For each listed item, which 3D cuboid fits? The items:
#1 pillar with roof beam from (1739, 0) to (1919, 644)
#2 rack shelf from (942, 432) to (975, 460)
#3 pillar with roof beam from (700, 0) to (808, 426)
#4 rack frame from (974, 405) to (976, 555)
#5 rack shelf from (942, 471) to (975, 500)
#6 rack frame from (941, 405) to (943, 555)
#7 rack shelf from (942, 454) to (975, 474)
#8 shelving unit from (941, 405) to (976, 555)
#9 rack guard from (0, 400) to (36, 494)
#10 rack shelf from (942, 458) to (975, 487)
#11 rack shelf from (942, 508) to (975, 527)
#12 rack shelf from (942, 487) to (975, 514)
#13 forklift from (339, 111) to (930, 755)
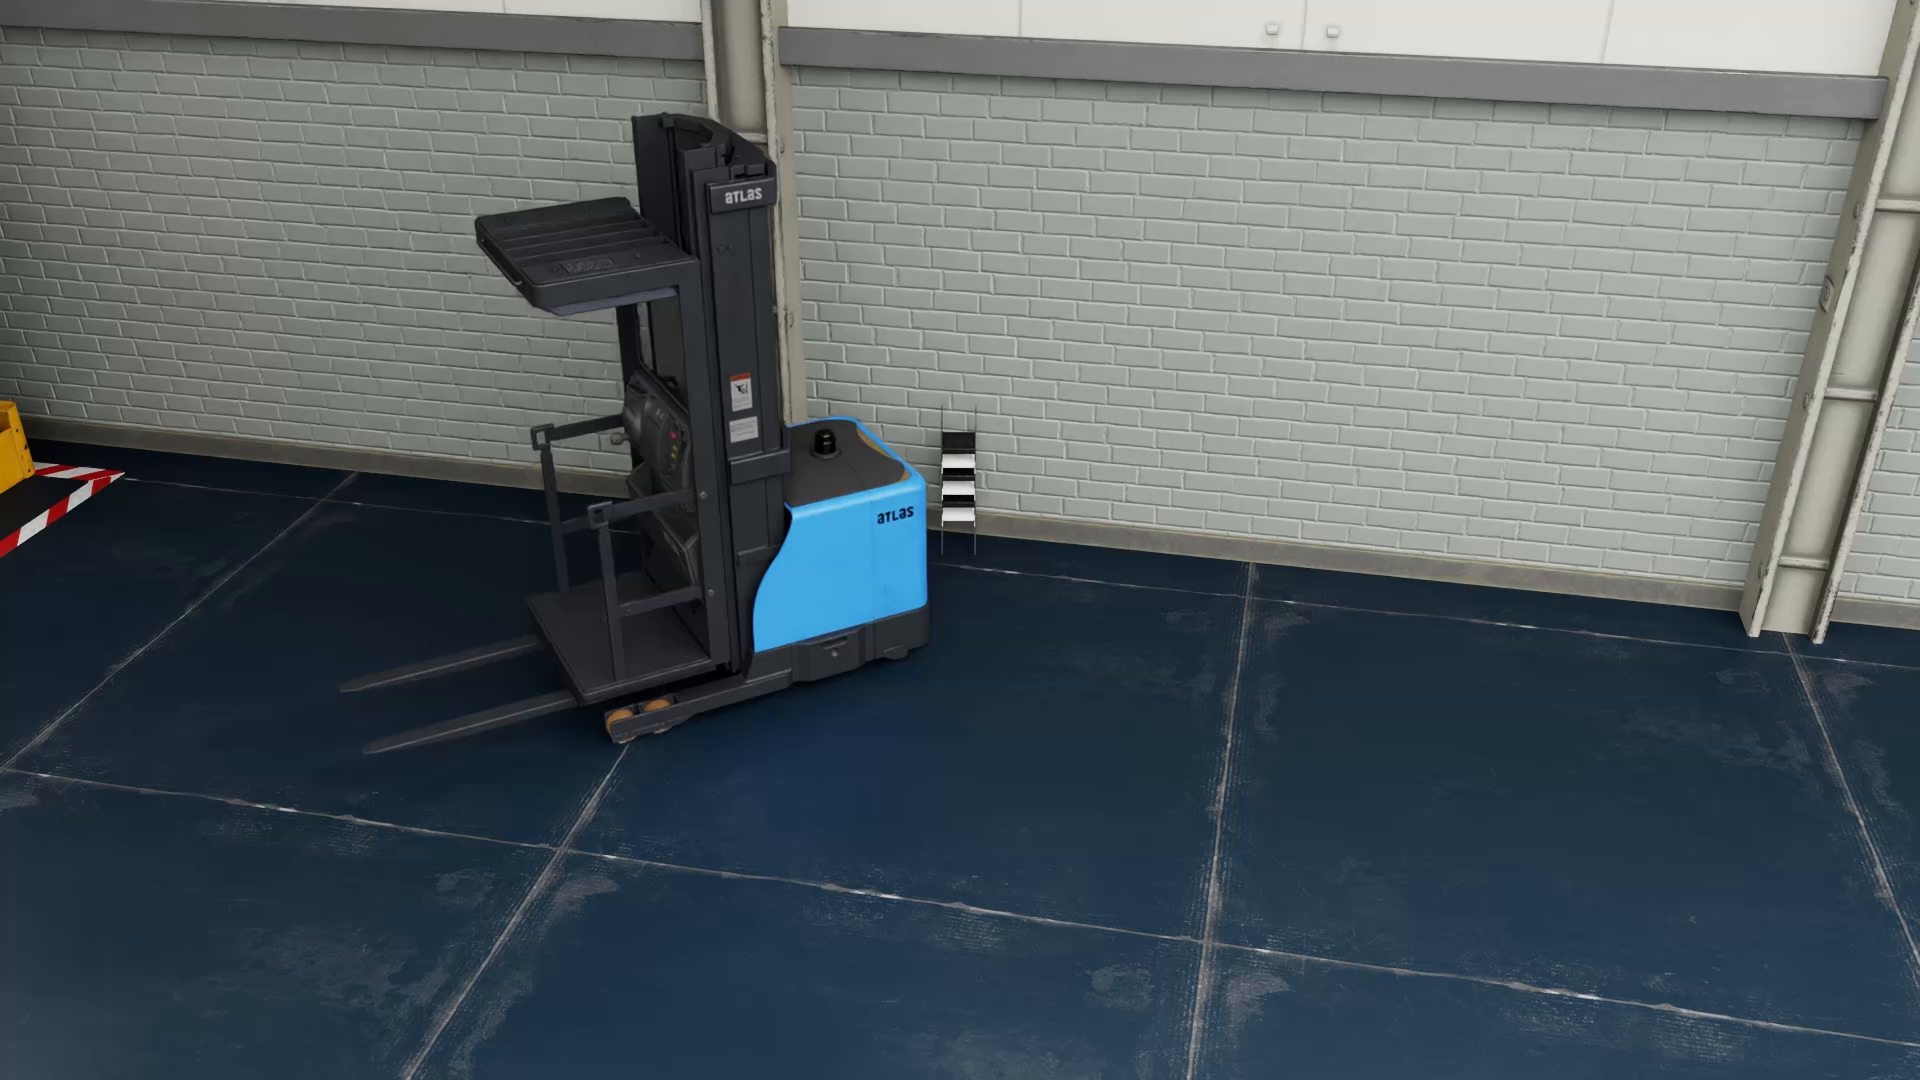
[{"bbox_3d":[3.791,-1.434,3.661,0.400,9.000,9.100,6,29,11],"label":"pillar with roof beam"},{"bbox_3d":[-0.008,-0.570,10.022,0.200,0.077,0.258,0,29,0],"label":"rack shelf"},{"bbox_3d":[-2.077,-2.036,4.760,0.400,9.000,9.100,6,29,11],"label":"pillar with roof beam"},{"bbox_3d":[0.093,-0.362,10.136,0.006,0.900,0.240,0,29,0],"label":"rack frame"},{"bbox_3d":[-0.008,-0.333,10.152,0.200,0.077,0.258,0,29,0],"label":"rack shelf"},{"bbox_3d":[-0.110,-0.362,10.136,0.006,0.900,0.240,0,29,0],"label":"rack frame"},{"bbox_3d":[-0.008,-0.491,10.066,0.200,0.077,0.258,0,29,0],"label":"rack shelf"},{"bbox_3d":[-0.008,-0.362,10.136,0.210,0.900,0.258,0,29,0],"label":"shelving unit"},{"bbox_3d":[-6.529,-0.436,10.688,0.348,0.500,1.175,6,29,11],"label":"rack guard"},{"bbox_3d":[-0.008,-0.412,10.109,0.200,0.077,0.258,0,29,0],"label":"rack shelf"},{"bbox_3d":[-0.008,-0.175,10.238,0.200,0.077,0.258,0,29,0],"label":"rack shelf"},{"bbox_3d":[-0.008,-0.254,10.195,0.200,0.077,0.258,0,29,0],"label":"rack shelf"},{"bbox_3d":[-1.711,-0.537,8.341,3.031,2.935,1.130,-14,32,-24],"label":"forklift"}]
